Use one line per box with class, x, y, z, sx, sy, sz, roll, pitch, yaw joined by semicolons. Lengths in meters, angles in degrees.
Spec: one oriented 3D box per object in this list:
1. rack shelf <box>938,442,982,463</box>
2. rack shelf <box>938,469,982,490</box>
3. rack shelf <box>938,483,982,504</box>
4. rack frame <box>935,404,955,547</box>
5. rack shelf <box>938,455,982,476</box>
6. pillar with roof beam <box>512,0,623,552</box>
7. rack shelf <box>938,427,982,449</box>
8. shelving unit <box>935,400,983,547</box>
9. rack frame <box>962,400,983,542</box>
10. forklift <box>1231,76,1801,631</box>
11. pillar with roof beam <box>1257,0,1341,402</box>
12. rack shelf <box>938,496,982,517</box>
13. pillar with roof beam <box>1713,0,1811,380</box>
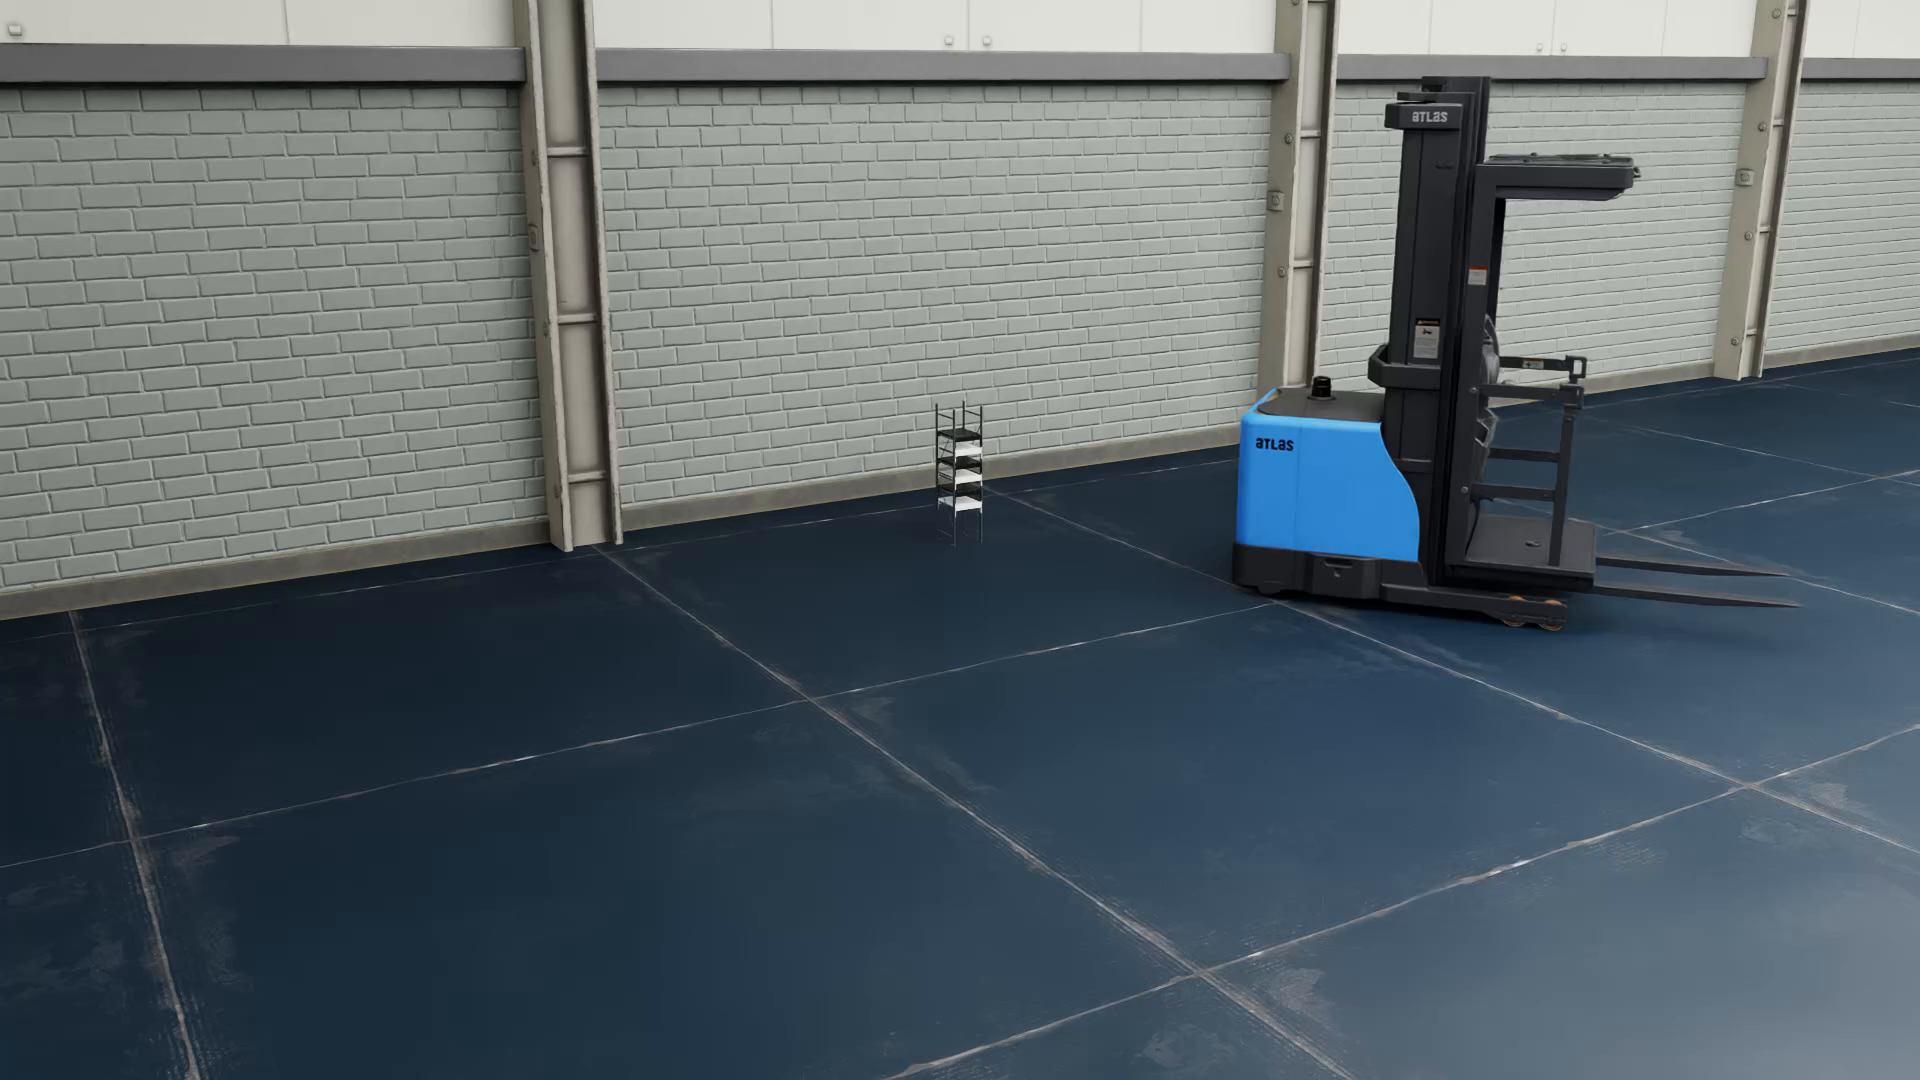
rack shelf;-0.007;-0.573;10.745;0.200;0.077;0.258;-9;18;-30
rack shelf;-0.007;-0.400;10.793;0.200;0.077;0.258;-9;18;-30
rack shelf;-0.007;-0.313;10.818;0.200;0.077;0.258;-9;18;-30
rack frame;-0.094;-0.418;10.734;0.006;0.900;0.240;-9;18;-30
rack shelf;-0.007;-0.487;10.769;0.200;0.077;0.258;-9;18;-30
pillar with roof beam;-0.224;-3.324;6.095;0.400;9.000;9.100;-9;18;-30
rack shelf;-0.007;-0.660;10.720;0.200;0.077;0.258;-9;18;-30
shelving unit;-0.007;-0.432;10.784;0.210;0.900;0.258;-9;18;-30
rack frame;0.080;-0.446;10.835;0.006;0.900;0.240;-9;18;-30
forklift;3.170;-1.075;9.316;3.031;2.935;1.130;6;17;20
pillar with roof beam;4.920;-4.158;9.070;0.400;9.000;9.100;-9;18;-30
rack shelf;-0.007;-0.227;10.842;0.200;0.077;0.258;-9;18;-30
pillar with roof beam;10.063;-4.992;12.045;0.400;9.000;9.100;-9;18;-30
